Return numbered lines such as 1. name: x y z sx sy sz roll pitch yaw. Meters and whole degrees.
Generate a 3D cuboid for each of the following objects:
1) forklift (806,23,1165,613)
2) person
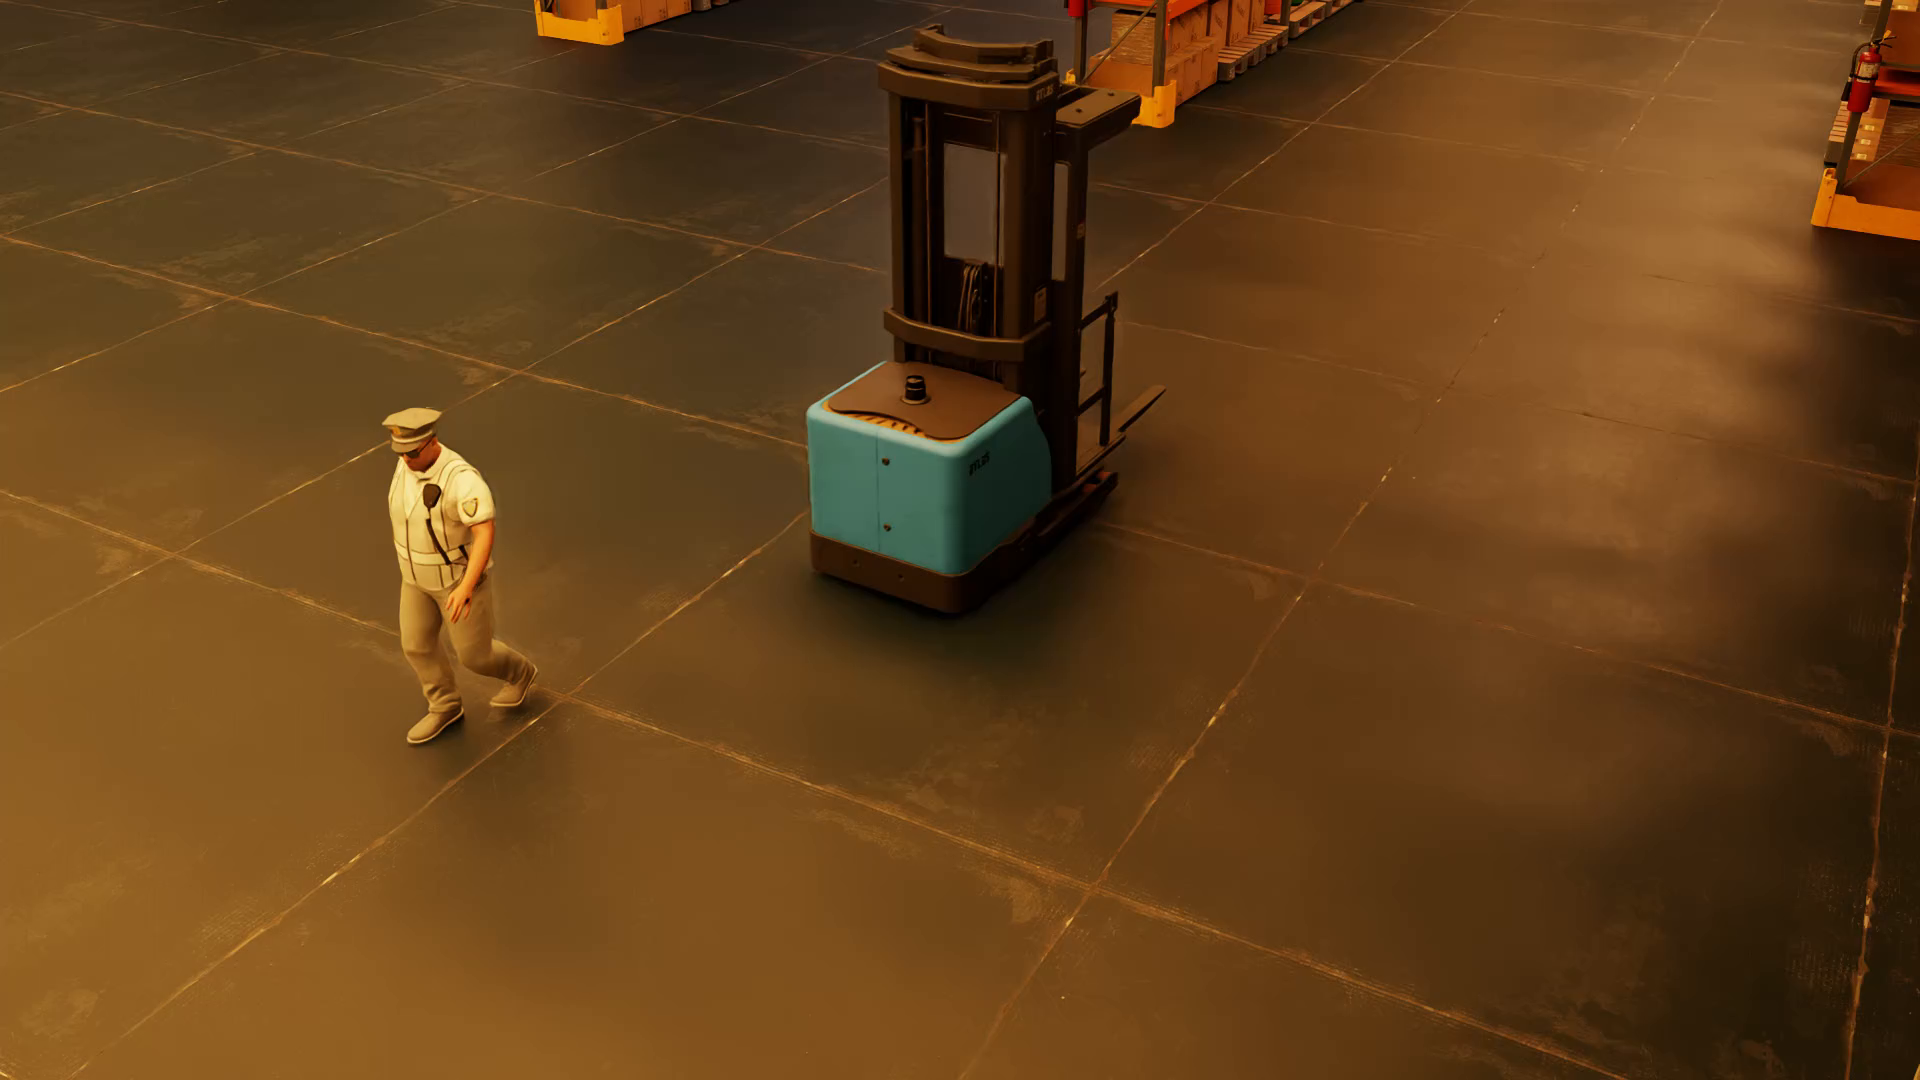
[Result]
1. forklift: 0.334 -1.565 9.782 1.130 2.935 3.031 17 34 27
2. person: -2.489 0.164 7.998 0.870 1.730 0.680 15 33 25
